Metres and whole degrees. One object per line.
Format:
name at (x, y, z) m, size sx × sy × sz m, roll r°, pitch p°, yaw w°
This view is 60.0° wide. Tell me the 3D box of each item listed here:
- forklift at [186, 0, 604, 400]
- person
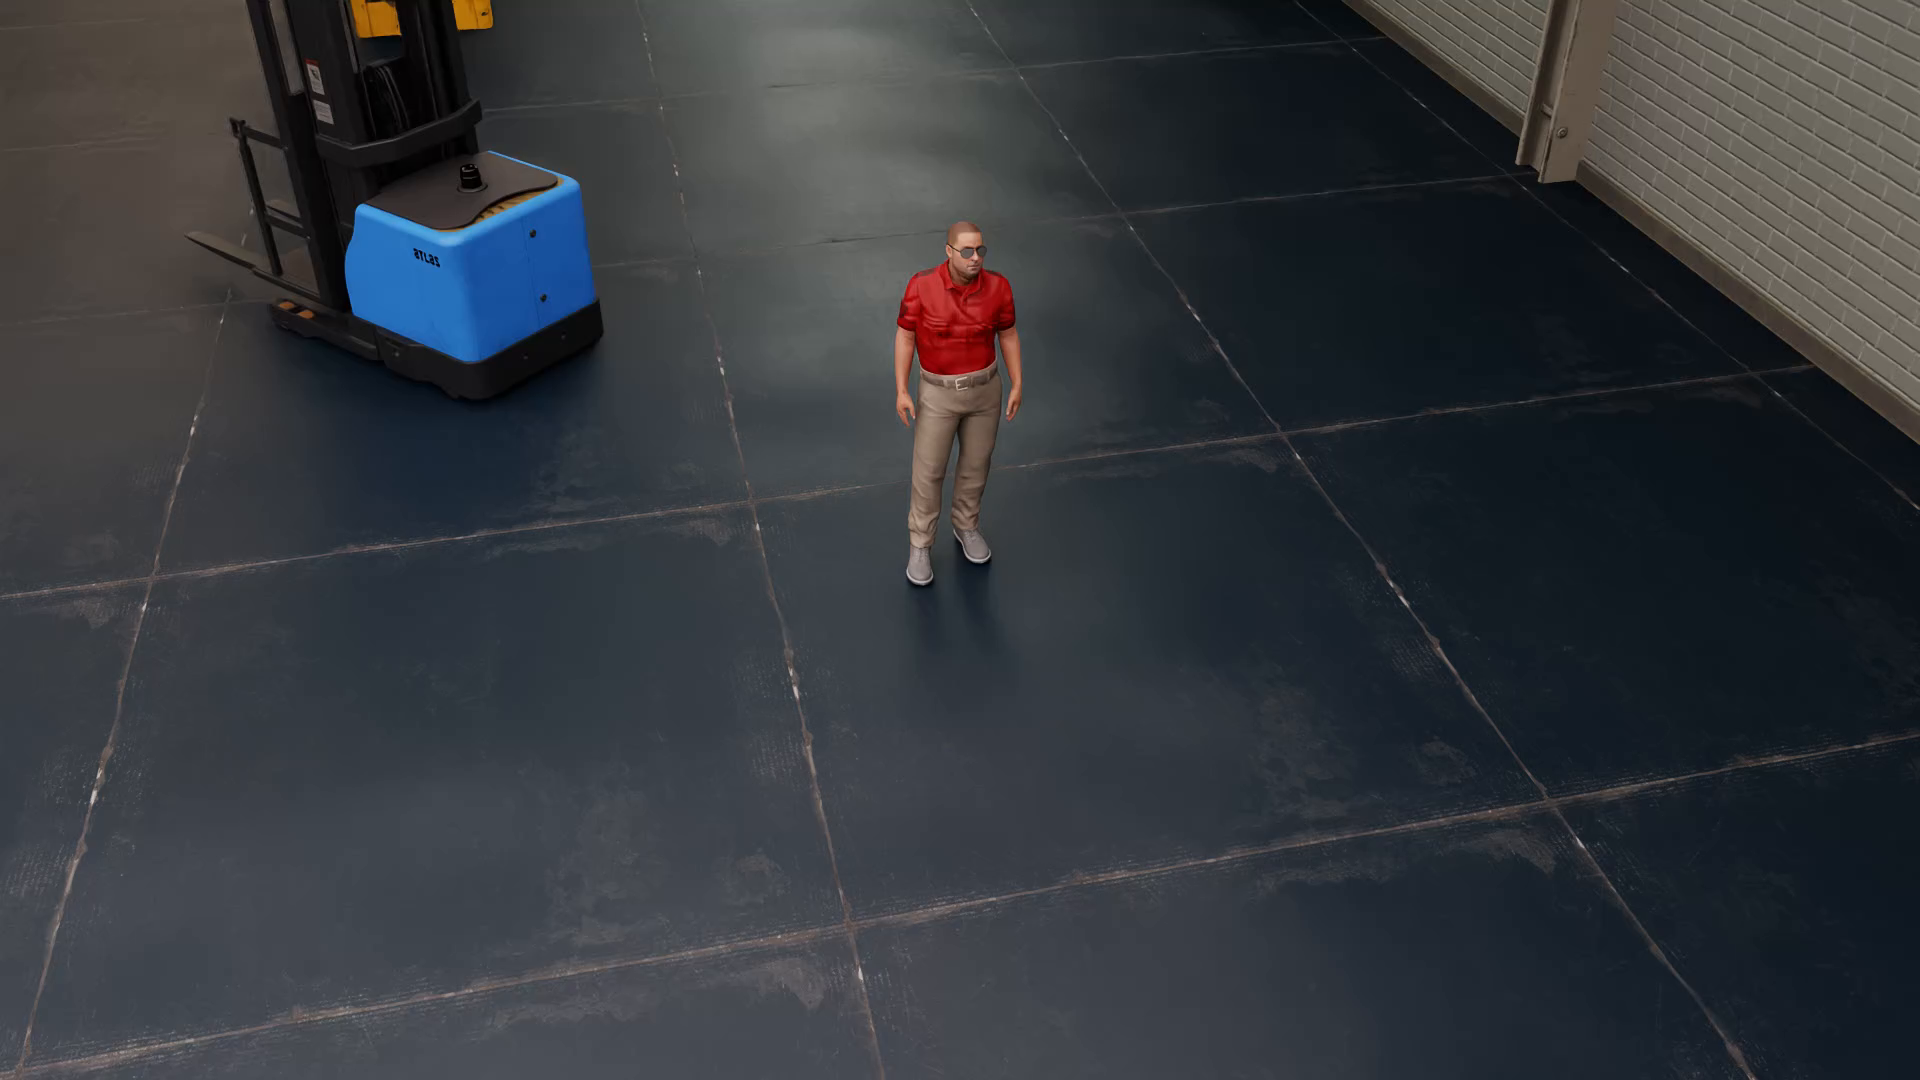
forklift at (-3.683, -2.672, 9.764) m, size 3.031 × 2.935 × 1.130 m, roll 22°, pitch 41°, yaw 28°
person at (0.009, -0.655, 7.977) m, size 0.641 × 1.727 × 0.550 m, roll -8°, pitch 36°, yaw -11°
